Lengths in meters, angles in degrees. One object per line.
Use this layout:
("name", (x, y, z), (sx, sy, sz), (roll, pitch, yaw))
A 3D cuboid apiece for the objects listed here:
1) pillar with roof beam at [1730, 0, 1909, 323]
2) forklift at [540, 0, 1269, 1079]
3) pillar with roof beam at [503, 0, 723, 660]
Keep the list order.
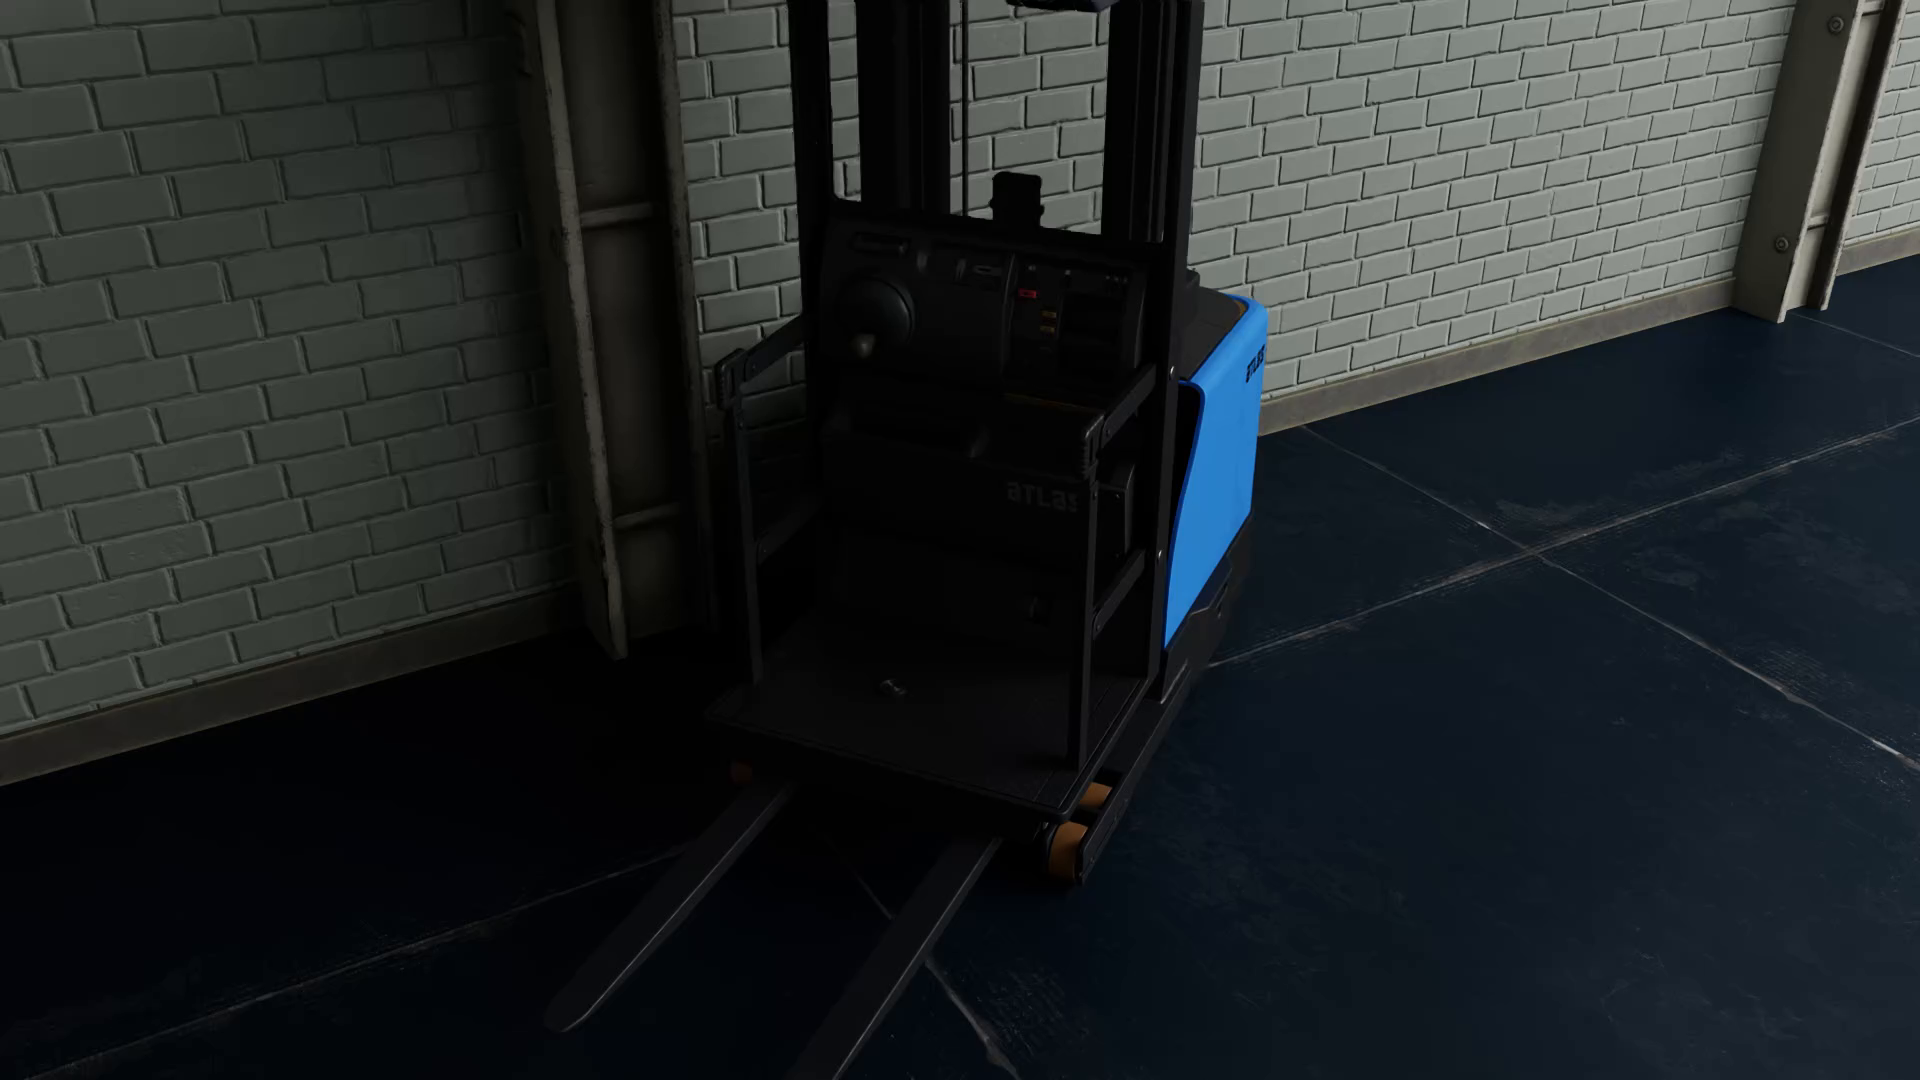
("pillar with roof beam", (6.295, -3.326, 2.964), (0.400, 9.000, 9.100), (-16, 33, -26))
("forklift", (-0.035, -0.584, 4.275), (1.130, 2.935, 3.031), (12, 31, 21))
("pillar with roof beam", (1.122, -1.858, 0.303), (0.400, 9.000, 9.100), (-16, 33, -26))
